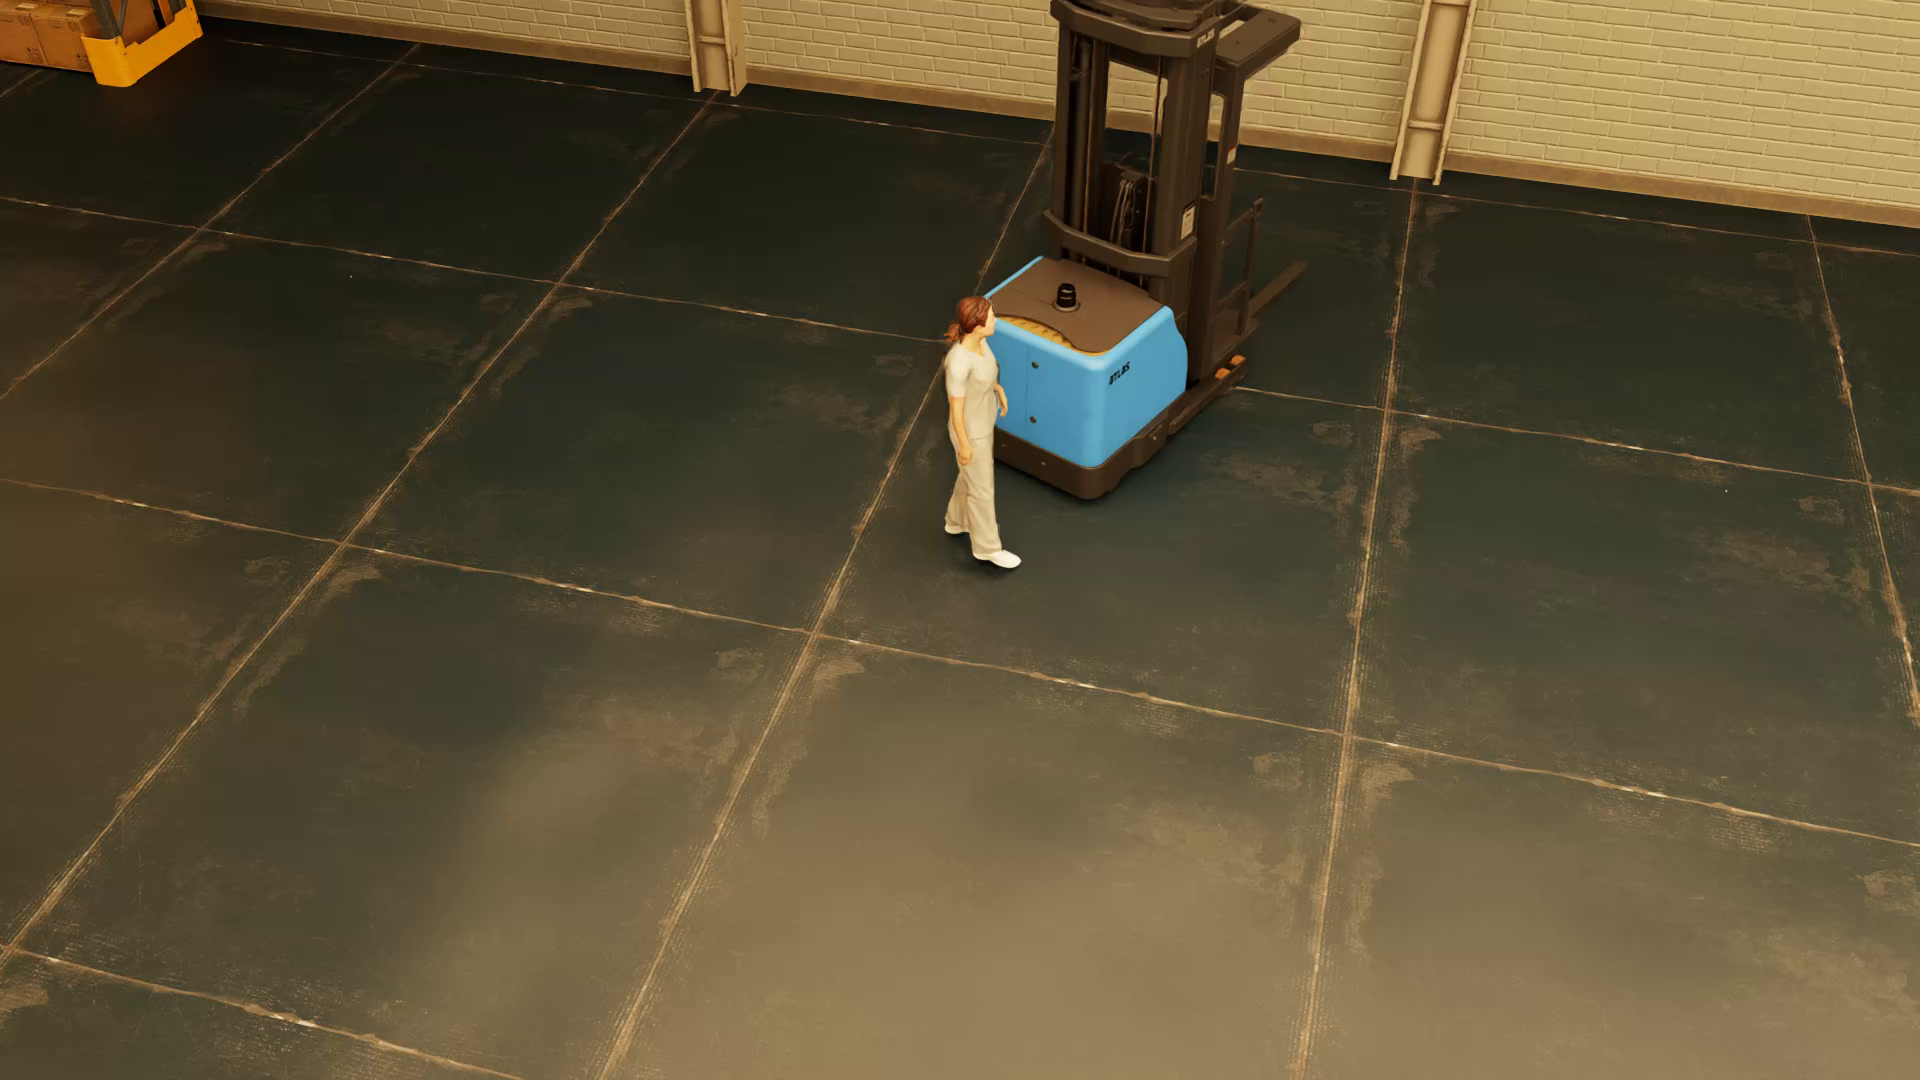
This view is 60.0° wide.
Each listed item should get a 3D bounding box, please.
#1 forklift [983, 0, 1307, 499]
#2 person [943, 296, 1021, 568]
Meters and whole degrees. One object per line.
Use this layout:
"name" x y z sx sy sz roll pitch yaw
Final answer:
"forklift" 1.321 -2.273 10.454 1.130 2.935 3.031 27 48 27
"person" 0.155 -0.657 9.514 0.515 1.663 0.574 8 42 9
